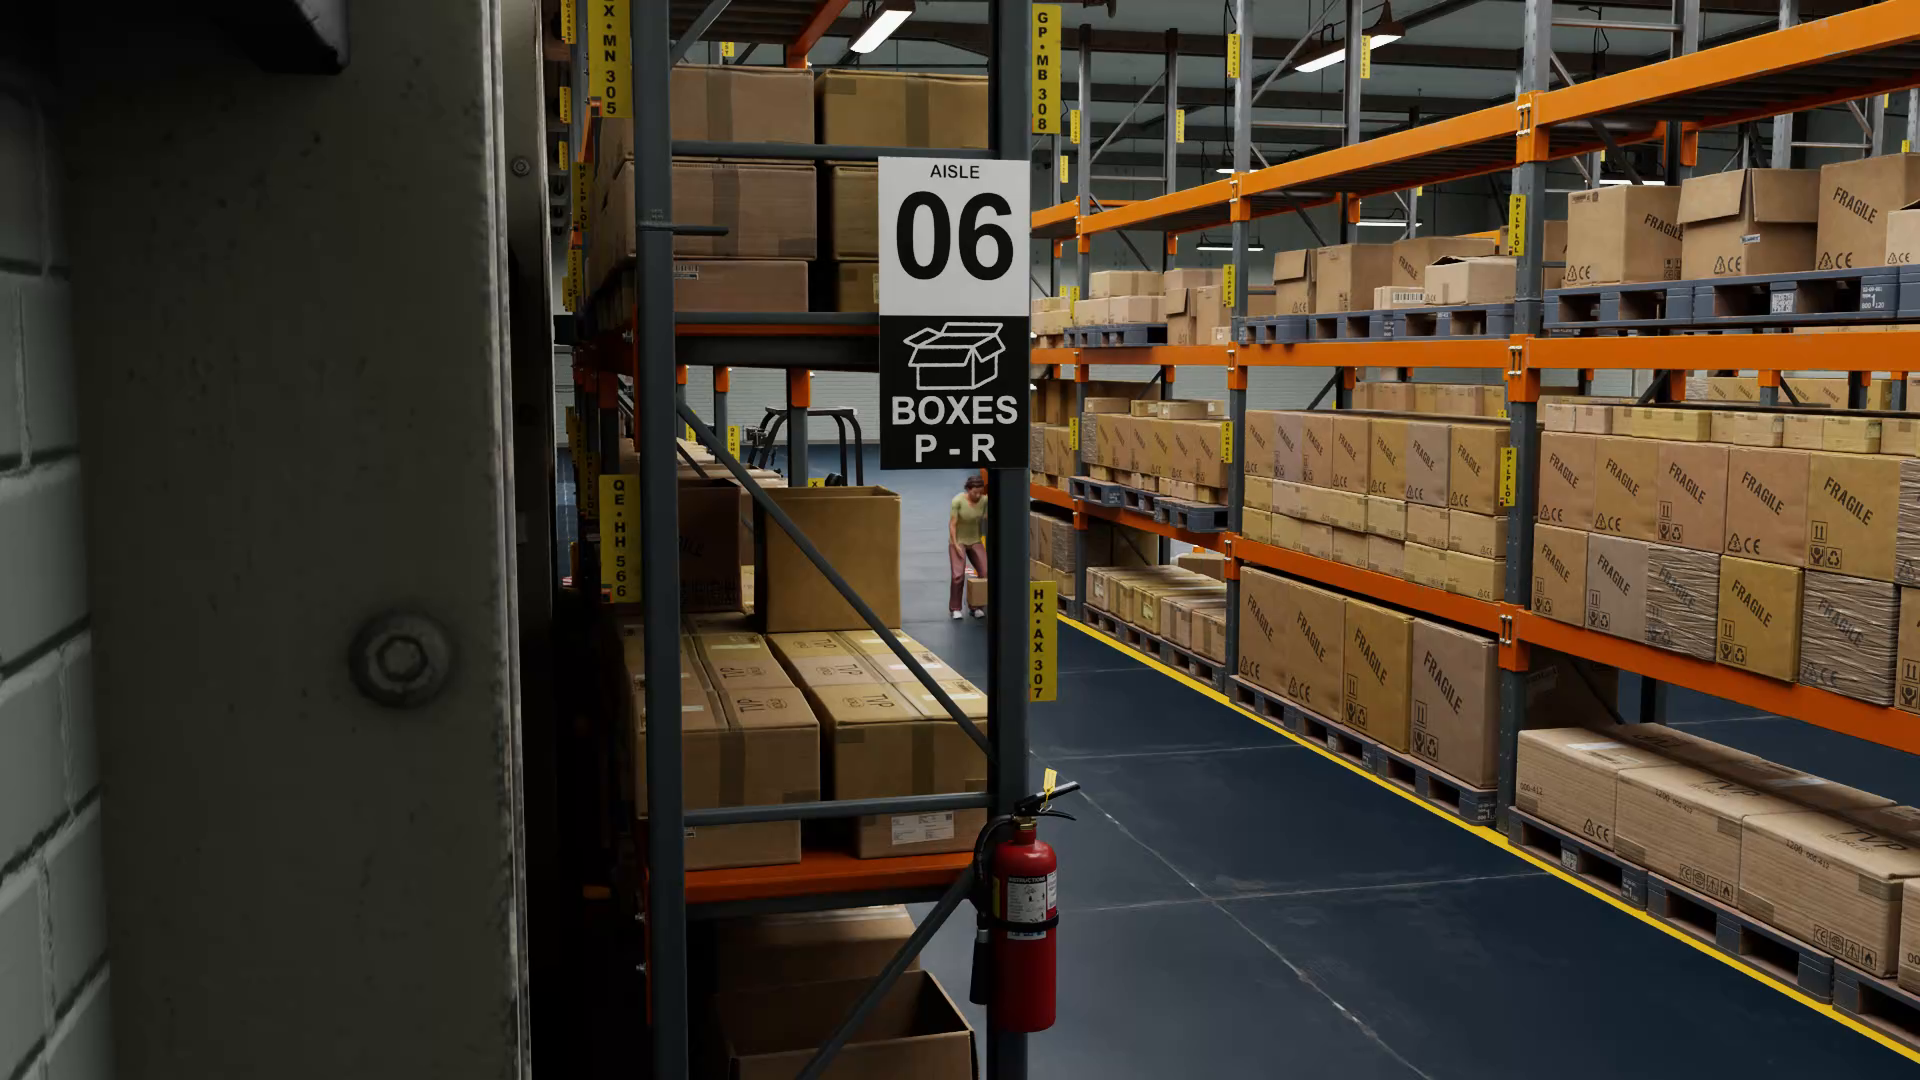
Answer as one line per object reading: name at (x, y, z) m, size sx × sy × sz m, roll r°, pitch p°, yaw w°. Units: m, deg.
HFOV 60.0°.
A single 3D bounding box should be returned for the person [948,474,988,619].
person at (0.118, 0.060, 17.374) m, size 0.498 × 1.515 × 0.533 m, roll -2°, pitch 6°, yaw -15°
